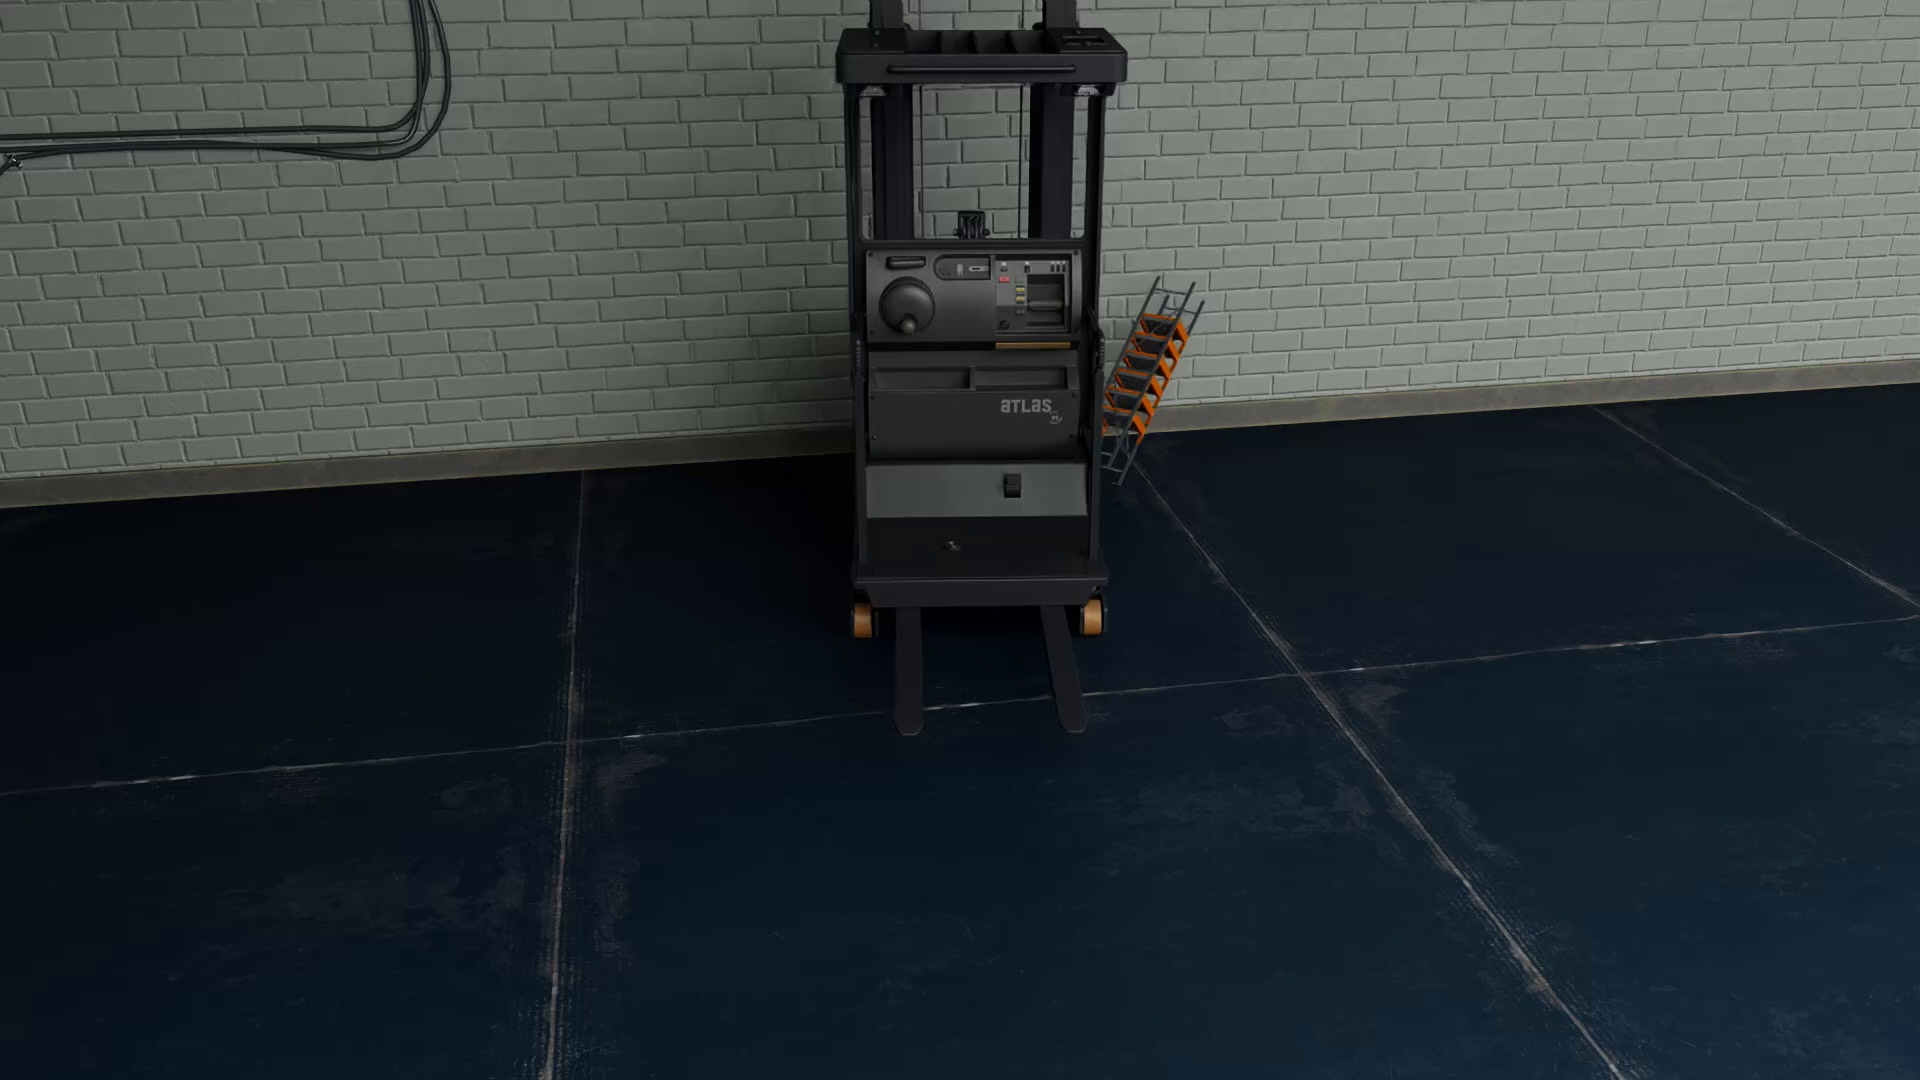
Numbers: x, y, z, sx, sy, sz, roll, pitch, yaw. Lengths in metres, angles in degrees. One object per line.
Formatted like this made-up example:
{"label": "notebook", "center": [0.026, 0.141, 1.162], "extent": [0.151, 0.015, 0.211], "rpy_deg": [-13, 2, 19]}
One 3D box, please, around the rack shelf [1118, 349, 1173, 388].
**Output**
{"label": "rack shelf", "center": [1.008, -0.942, 9.083], "extent": [0.258, 0.180, 0.103], "rpy_deg": [16, 71, 32]}

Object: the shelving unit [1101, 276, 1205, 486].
{"label": "shelving unit", "center": [0.976, -0.877, 9.062], "extent": [0.258, 0.189, 1.200], "rpy_deg": [16, 71, 32]}

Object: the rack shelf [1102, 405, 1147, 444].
{"label": "rack shelf", "center": [0.856, -0.631, 8.982], "extent": [0.258, 0.180, 0.103], "rpy_deg": [16, 71, 32]}

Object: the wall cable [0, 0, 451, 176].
{"label": "wall cable", "center": [-4.023, -2.927, 7.587], "extent": [3.097, 2.526, 0.112], "rpy_deg": [-4, 24, -10]}

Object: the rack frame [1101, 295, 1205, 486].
{"label": "rack frame", "center": [1.012, -0.835, 9.135], "extent": [0.240, 0.006, 1.200], "rpy_deg": [16, 71, 32]}

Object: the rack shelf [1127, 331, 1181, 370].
{"label": "rack shelf", "center": [1.058, -1.045, 9.117], "extent": [0.258, 0.180, 0.103], "rpy_deg": [16, 71, 32]}

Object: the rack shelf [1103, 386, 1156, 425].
{"label": "rack shelf", "center": [0.907, -0.735, 9.016], "extent": [0.258, 0.180, 0.103], "rpy_deg": [16, 71, 32]}

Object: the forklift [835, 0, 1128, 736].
{"label": "forklift", "center": [0.068, -1.039, 6.966], "extent": [1.130, 2.935, 3.031], "rpy_deg": [-1, 24, -2]}

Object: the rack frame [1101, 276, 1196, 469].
{"label": "rack frame", "center": [0.940, -0.918, 8.988], "extent": [0.240, 0.006, 1.200], "rpy_deg": [16, 71, 32]}

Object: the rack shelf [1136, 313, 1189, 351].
{"label": "rack shelf", "center": [1.109, -1.149, 9.150], "extent": [0.258, 0.180, 0.103], "rpy_deg": [16, 71, 32]}

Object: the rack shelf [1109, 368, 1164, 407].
{"label": "rack shelf", "center": [0.957, -0.838, 9.049], "extent": [0.258, 0.180, 0.103], "rpy_deg": [16, 71, 32]}
